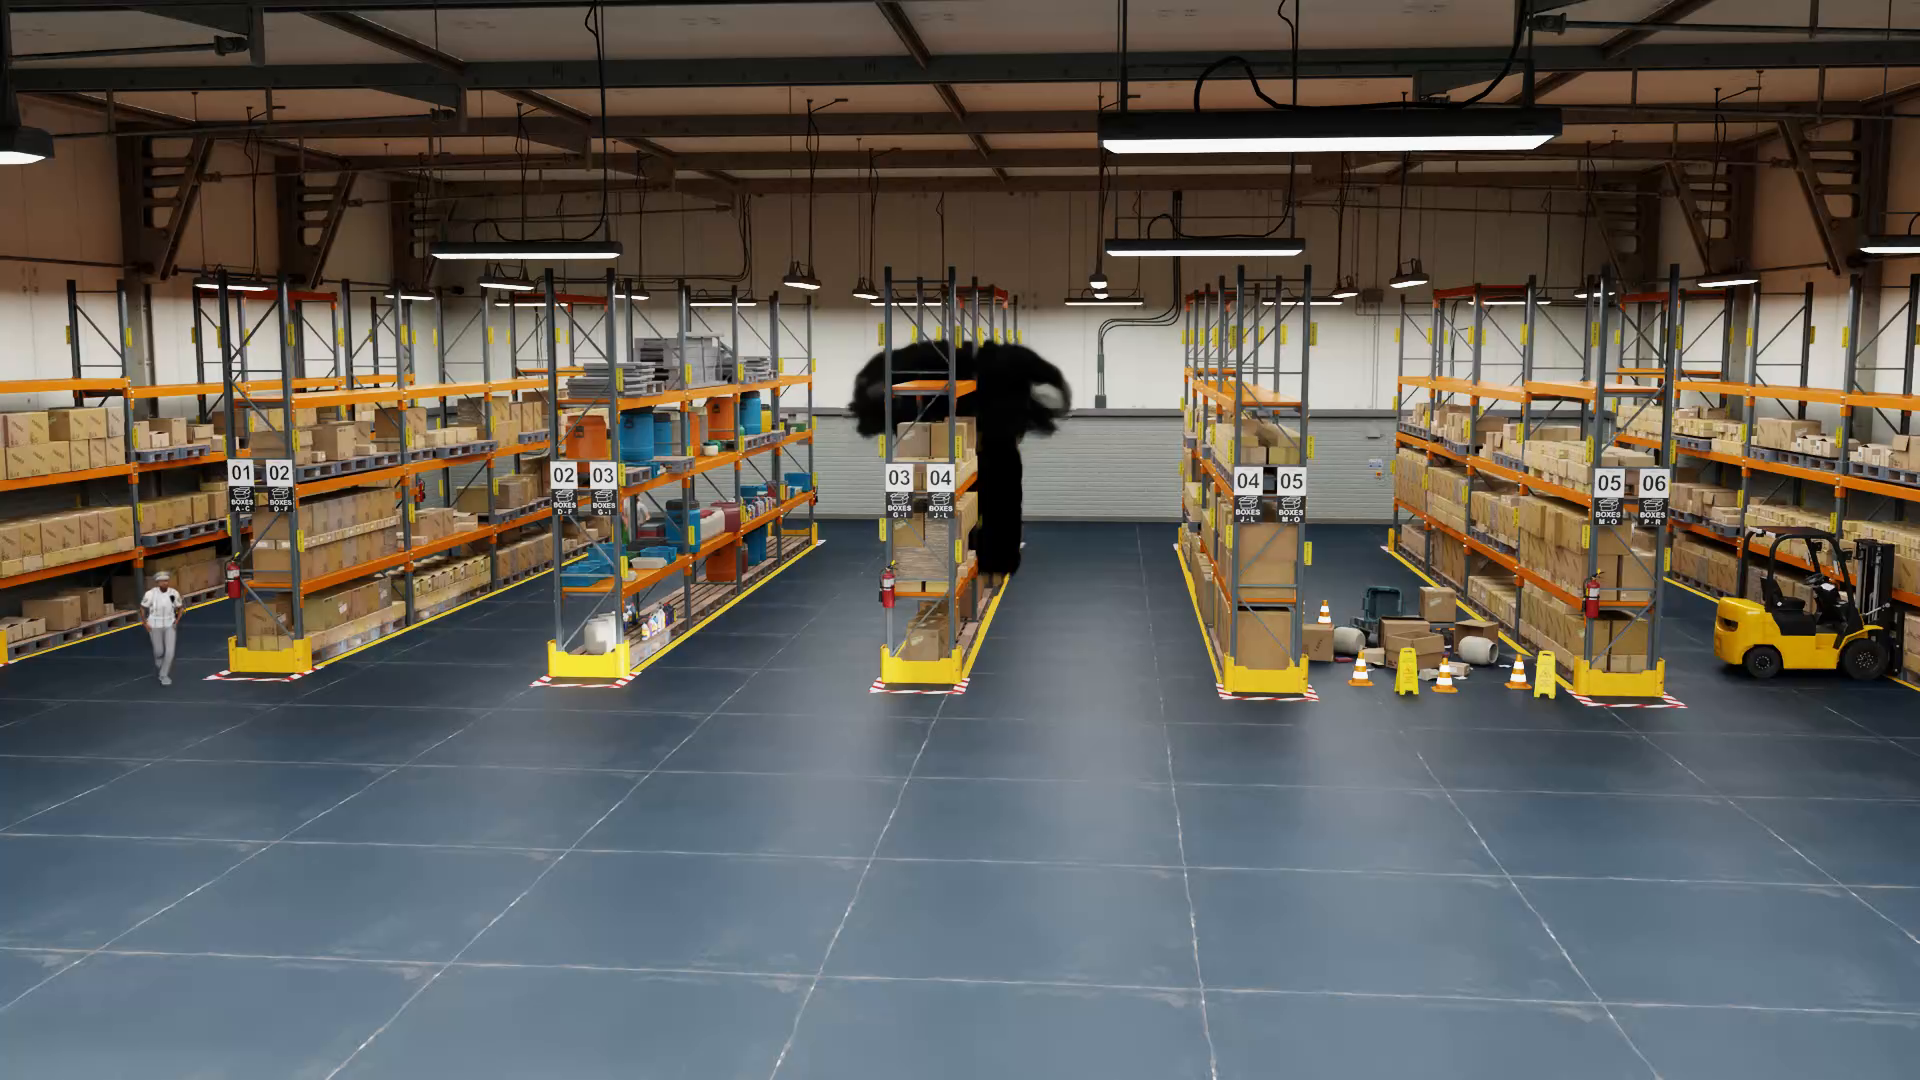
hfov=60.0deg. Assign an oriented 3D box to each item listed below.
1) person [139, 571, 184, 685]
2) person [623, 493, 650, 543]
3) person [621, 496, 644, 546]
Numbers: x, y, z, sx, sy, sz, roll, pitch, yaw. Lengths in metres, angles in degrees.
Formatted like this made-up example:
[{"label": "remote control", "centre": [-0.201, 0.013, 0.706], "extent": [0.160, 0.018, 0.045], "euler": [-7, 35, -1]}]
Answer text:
[{"label": "person", "centre": [-11.613, 1.259, 24.228], "extent": [0.582, 1.647, 0.576], "euler": [-5, 8, -33]}, {"label": "person", "centre": [-6.498, -0.158, 33.461], "extent": [0.565, 1.698, 0.696], "euler": [1, 7, 5]}, {"label": "person", "centre": [-7.269, -0.358, 36.698], "extent": [0.652, 1.805, 0.983], "euler": [1, 7, 4]}]
